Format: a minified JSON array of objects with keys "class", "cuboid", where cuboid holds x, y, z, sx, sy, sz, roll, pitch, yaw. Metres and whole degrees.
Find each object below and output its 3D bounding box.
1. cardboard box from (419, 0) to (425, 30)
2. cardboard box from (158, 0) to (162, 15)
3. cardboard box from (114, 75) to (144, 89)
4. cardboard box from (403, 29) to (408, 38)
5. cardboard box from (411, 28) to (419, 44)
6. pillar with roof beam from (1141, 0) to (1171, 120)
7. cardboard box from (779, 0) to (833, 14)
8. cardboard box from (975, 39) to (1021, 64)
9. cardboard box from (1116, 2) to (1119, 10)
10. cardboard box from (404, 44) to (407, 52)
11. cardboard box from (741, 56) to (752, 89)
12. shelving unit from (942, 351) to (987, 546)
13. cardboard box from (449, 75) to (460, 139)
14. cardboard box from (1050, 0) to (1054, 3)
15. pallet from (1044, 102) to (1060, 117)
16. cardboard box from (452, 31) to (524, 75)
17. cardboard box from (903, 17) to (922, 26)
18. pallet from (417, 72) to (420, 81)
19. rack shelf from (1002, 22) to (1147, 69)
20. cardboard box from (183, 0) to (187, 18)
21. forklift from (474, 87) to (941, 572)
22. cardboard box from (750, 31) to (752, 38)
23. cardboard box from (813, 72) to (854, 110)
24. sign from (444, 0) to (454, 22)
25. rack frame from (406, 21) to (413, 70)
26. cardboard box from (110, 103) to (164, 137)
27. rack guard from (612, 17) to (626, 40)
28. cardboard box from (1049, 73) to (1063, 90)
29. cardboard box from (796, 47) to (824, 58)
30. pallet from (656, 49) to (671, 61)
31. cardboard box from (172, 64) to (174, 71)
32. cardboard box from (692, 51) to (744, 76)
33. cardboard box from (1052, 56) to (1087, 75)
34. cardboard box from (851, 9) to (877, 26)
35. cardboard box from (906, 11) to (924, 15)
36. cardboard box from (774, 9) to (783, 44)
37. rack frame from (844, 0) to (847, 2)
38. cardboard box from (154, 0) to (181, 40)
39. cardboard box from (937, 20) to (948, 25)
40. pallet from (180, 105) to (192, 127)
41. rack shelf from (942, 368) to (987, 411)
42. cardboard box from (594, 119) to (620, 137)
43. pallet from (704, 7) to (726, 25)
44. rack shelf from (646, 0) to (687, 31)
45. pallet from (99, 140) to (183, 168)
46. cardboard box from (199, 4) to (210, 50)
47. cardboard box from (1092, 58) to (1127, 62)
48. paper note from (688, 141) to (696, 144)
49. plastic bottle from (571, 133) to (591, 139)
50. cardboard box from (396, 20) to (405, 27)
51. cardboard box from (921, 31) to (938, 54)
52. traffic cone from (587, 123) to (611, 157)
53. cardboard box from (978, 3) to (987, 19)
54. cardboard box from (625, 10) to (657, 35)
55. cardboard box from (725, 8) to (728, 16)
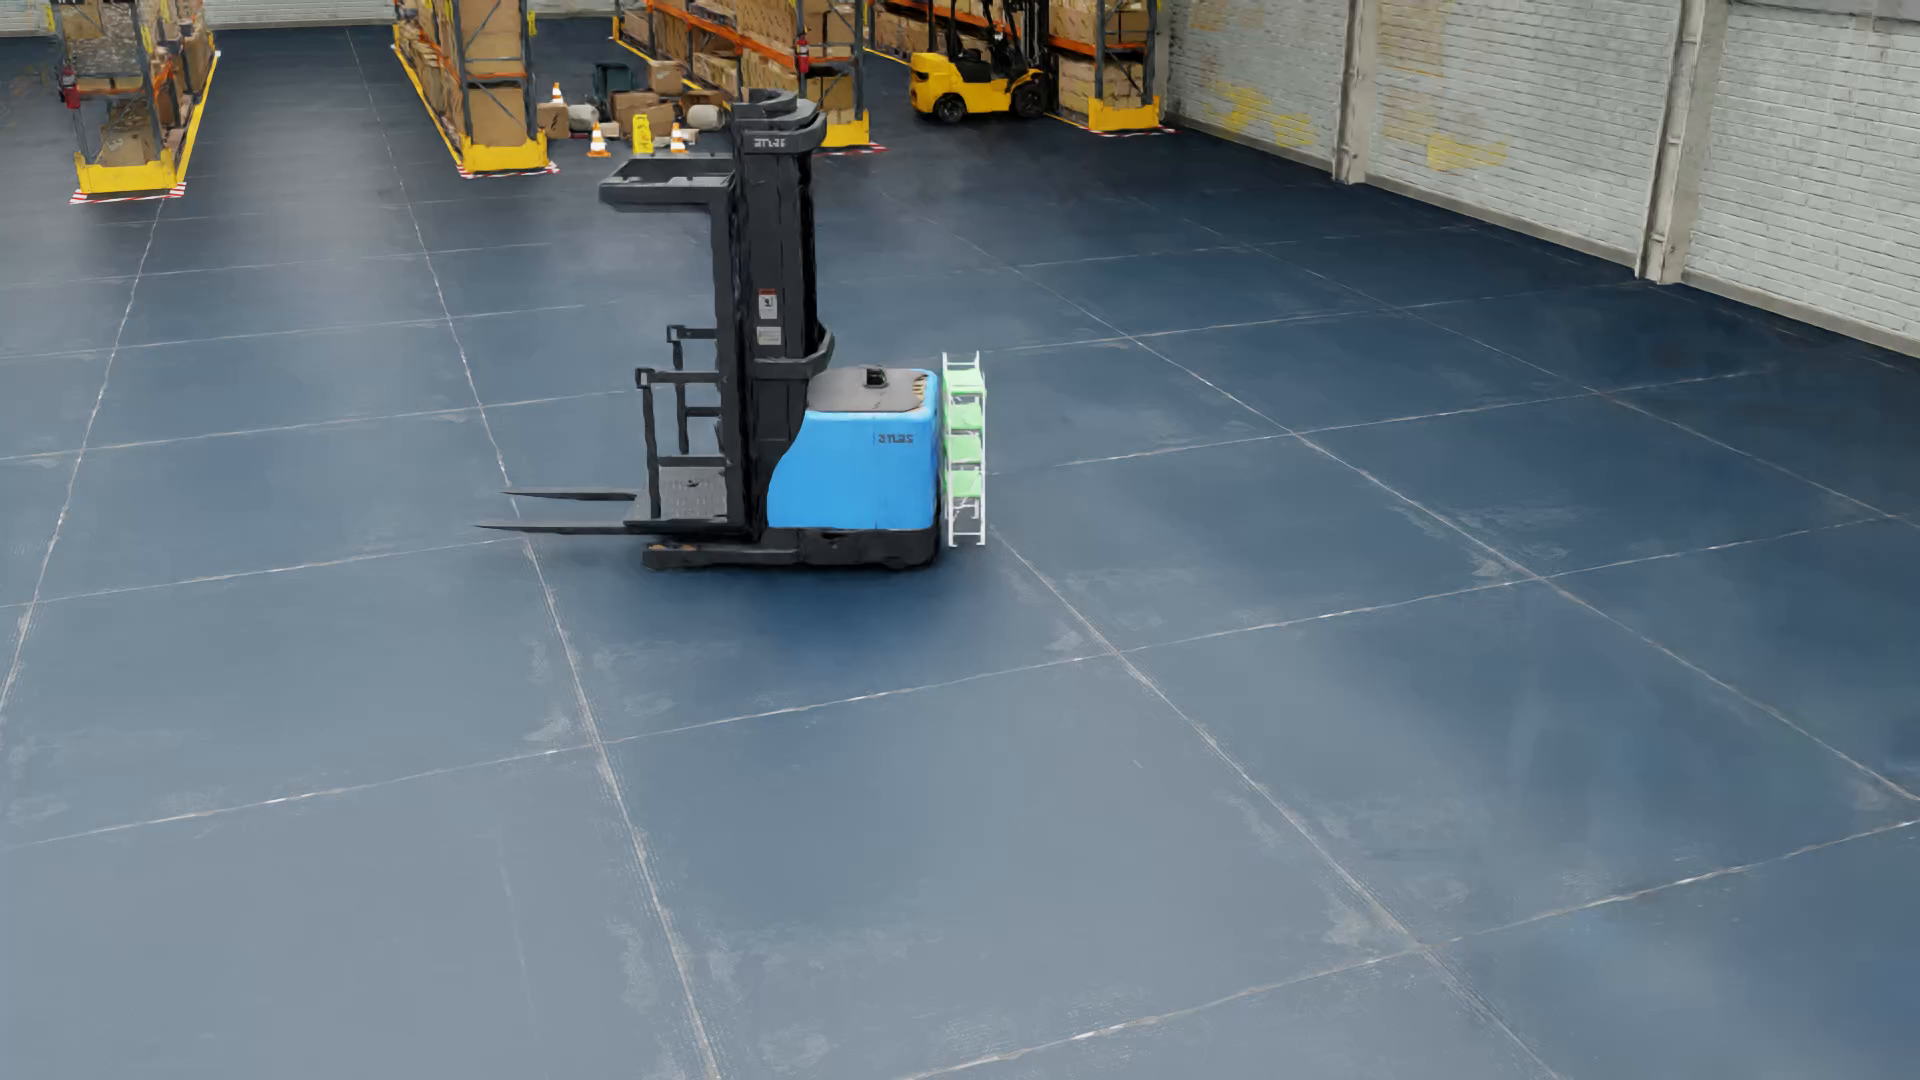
[{"class":"cardboard box","cuboid":[-9.121,-9.156,28.982,0.500,0.500,0.500,-8,24,-19]},{"class":"cardboard box","cuboid":[-12.233,-8.098,24.803,0.500,0.500,0.500,-8,24,-19]},{"class":"cardboard box","cuboid":[-11.114,-6.147,22.296,0.380,0.149,0.250,-8,24,-19]},{"class":"cardboard box","cuboid":[-11.592,-10.746,35.247,0.380,0.149,0.250,-10,25,-22]},{"class":"cardboard box","cuboid":[-10.419,-9.834,32.433,0.500,0.250,0.500,-7,24,-17]},{"class":"pillar with roof beam","cuboid":[-0.753,-10.719,25.096,9.100,9.000,0.400,-8,24,-19]},{"class":"cardboard box","cuboid":[-2.350,-8.286,25.248,0.700,0.500,0.500,-9,24,-20]},{"class":"cardboard box","cuboid":[0.802,-9.193,31.715,0.875,0.625,0.625,-9,24,-20]},{"class":"cardboard box","cuboid":[2.653,-8.754,27.193,0.380,0.149,0.250,-8,24,-19]},{"class":"cardboard box","cuboid":[-11.623,-10.482,35.388,0.380,0.149,0.250,-8,24,-19]},{"class":"cardboard box","cuboid":[-3.423,-7.960,28.309,0.500,0.500,0.500,-7,24,-16]},{"class":"shelving unit","cuboid":[0.026,-0.614,11.161,0.258,1.200,0.503,-2,23,-4]},{"class":"cardboard box","cuboid":[-7.175,-6.542,25.104,0.875,0.875,0.875,-9,24,-20]},{"class":"cardboard box","cuboid":[1.658,-9.251,28.372,0.380,0.149,0.250,-9,24,-20]},{"class":"pallet","cuboid":[1.940,-7.599,29.007,1.003,0.211,1.213,-8,24,-19]},{"class":"cardboard box","cuboid":[-6.734,-6.968,23.728,0.875,0.550,0.550,-8,24,-19]},{"class":"cardboard box","cuboid":[-1.003,-11.047,35.439,0.380,0.149,0.250,-10,25,-22]},{"class":"pallet","cuboid":[-10.089,-9.119,32.614,1.003,0.211,1.213,-8,24,-19]},{"class":"rack shelf","cuboid":[1.970,-8.564,28.633,1.077,0.370,4.000,-8,24,-19]},{"class":"cardboard box","cuboid":[-14.348,-9.666,30.193,0.500,0.500,0.500,-9,24,-20]},{"class":"forklift","cuboid":[-1.664,-1.351,10.681,3.031,2.935,1.130,1,23,2]},{"class":"cardboard box","cuboid":[-3.307,-8.489,27.851,0.380,0.149,0.250,-8,24,-19]},{"class":"cardboard box","cuboid":[-2.001,-7.098,26.263,0.500,0.500,0.500,-9,25,-21]},{"class":"sign","cuboid":[-7.073,-7.344,23.016,0.100,0.325,0.005,-8,24,-19]},{"class":"rack frame","cuboid":[-10.800,-11.131,33.797,1.000,3.000,0.127,-8,24,-19]},{"class":"cardboard box","cuboid":[-12.336,-6.264,24.927,0.500,0.500,0.500,-1,23,-2]},{"class":"rack guard","cuboid":[-7.626,-12.157,39.450,1.175,0.500,0.348,-8,24,-19]},{"class":"cardboard box","cuboid":[1.843,-7.828,28.317,0.500,0.250,0.500,-9,24,-20]},{"class":"cardboard box","cuboid":[-2.298,-7.477,25.452,0.380,0.149,0.250,-8,24,-17]},{"class":"pallet","cuboid":[-5.861,-10.292,35.396,1.003,0.211,1.213,-8,24,-19]},{"class":"cardboard box","cuboid":[-13.601,-7.999,28.053,0.500,0.250,0.500,-6,23,-13]},{"class":"cardboard box","cuboid":[-4.601,-9.169,31.985,0.950,0.372,0.625,-10,25,-23]},{"class":"cardboard box","cuboid":[1.849,-8.047,28.193,0.500,0.250,0.500,-8,24,-18]},{"class":"cardboard box","cuboid":[-2.216,-12.096,38.764,0.700,0.500,0.500,-9,25,-21]},{"class":"cardboard box","cuboid":[-0.971,-11.593,36.737,0.380,0.149,0.250,-8,24,-18]},{"class":"cardboard box","cuboid":[-2.587,-8.012,25.884,0.500,0.500,0.500,-8,24,-19]},{"class":"rack frame","cuboid":[-2.975,-13.982,40.563,1.000,3.000,0.127,-8,24,-19]},{"class":"cardboard box","cuboid":[-12.799,-8.358,25.905,1.000,1.000,1.000,-8,24,-19]},{"class":"cardboard box","cuboid":[-0.273,-10.828,34.921,0.380,0.149,0.250,-8,24,-18]},{"class":"pallet","cuboid":[-13.361,-7.022,27.638,1.003,0.211,1.213,-8,24,-19]},{"class":"rack shelf","cuboid":[0.026,-0.997,10.999,0.258,0.148,0.480,-2,23,-4]},{"class":"cardboard box","cuboid":[-5.643,-6.592,26.549,0.396,0.266,0.258,-4,23,-10]},{"class":"pallet","cuboid":[-4.054,-9.591,30.391,1.003,0.211,1.213,-8,24,-19]},{"class":"rack shelf","cuboid":[-5.498,-10.788,33.911,1.077,0.370,4.000,-8,24,-19]},{"class":"pallet","cuboid":[-11.944,-5.612,24.293,1.003,0.211,1.213,-8,24,-19]},{"class":"cardboard box","cuboid":[-16.588,-10.933,35.523,0.875,0.875,0.875,-8,24,-19]},{"class":"cardboard box","cuboid":[2.504,-7.938,27.933,0.500,0.250,0.500,-8,24,-19]},{"class":"paper note","cuboid":[-4.162,-6.189,25.894,0.148,0.019,0.142,-18,29,-37]},{"class":"plastic bottle","cuboid":[-6.006,-6.411,26.382,0.283,0.061,0.133,-18,29,-37]},{"class":"cardboard box","cuboid":[-12.346,-11.501,37.039,0.380,0.149,0.250,-10,25,-21]},{"class":"cardboard box","cuboid":[-0.500,-10.241,34.364,0.500,0.500,0.500,-8,24,-17]},{"class":"traffic cone","cuboid":[-5.420,-5.989,24.865,0.336,0.463,0.334,-8,24,-19]},{"class":"cardboard box","cuboid":[0.658,-9.882,31.028,0.500,0.250,0.500,-8,24,-19]},{"class":"cardboard box","cuboid":[-7.291,-12.087,38.823,0.875,0.438,0.875,-9,25,-21]},{"class":"cardboard box","cuboid":[-3.895,-9.265,29.153,0.380,0.149,0.250,-9,25,-21]}]
